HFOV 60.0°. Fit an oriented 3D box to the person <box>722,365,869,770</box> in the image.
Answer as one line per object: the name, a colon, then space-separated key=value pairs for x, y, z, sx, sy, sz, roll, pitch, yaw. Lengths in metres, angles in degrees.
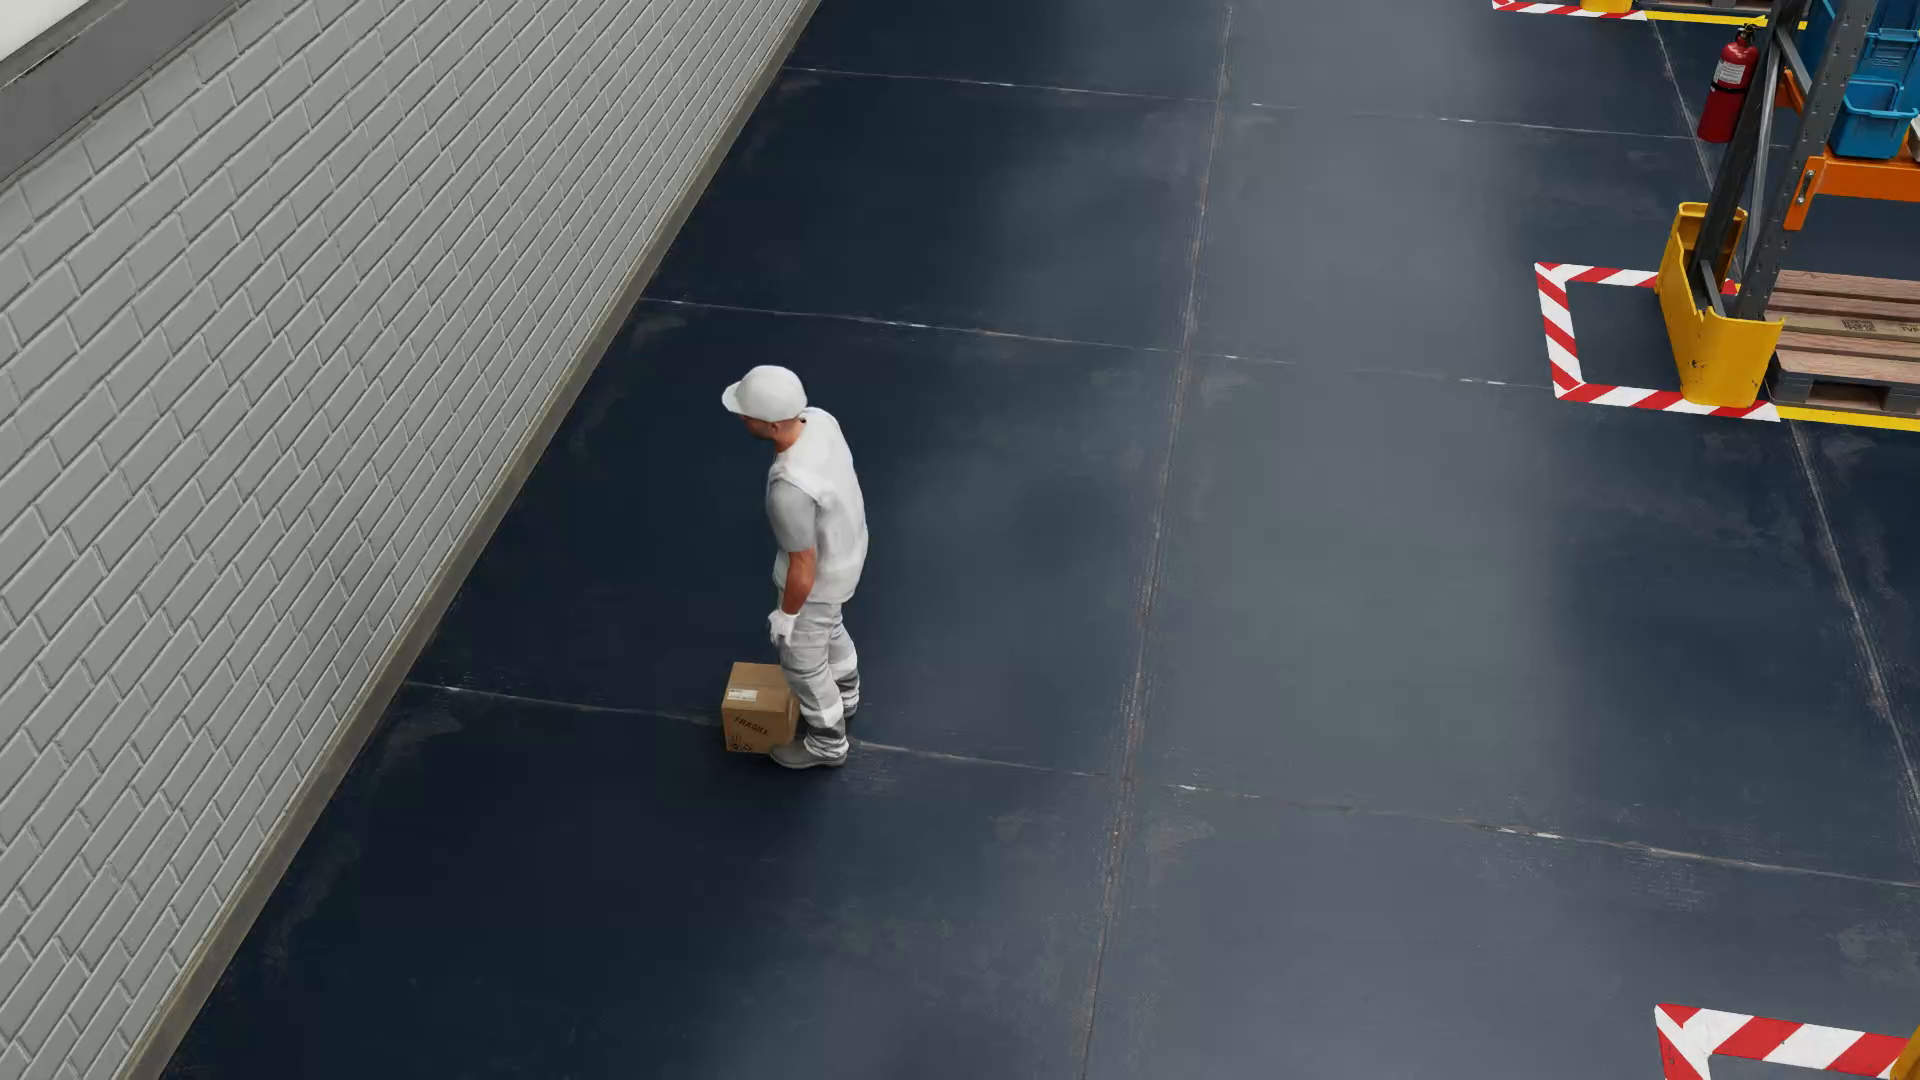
person: x=-0.562 y=0.111 z=6.013 sx=0.453 sy=1.779 sz=0.621 roll=5 pitch=40 yaw=6
